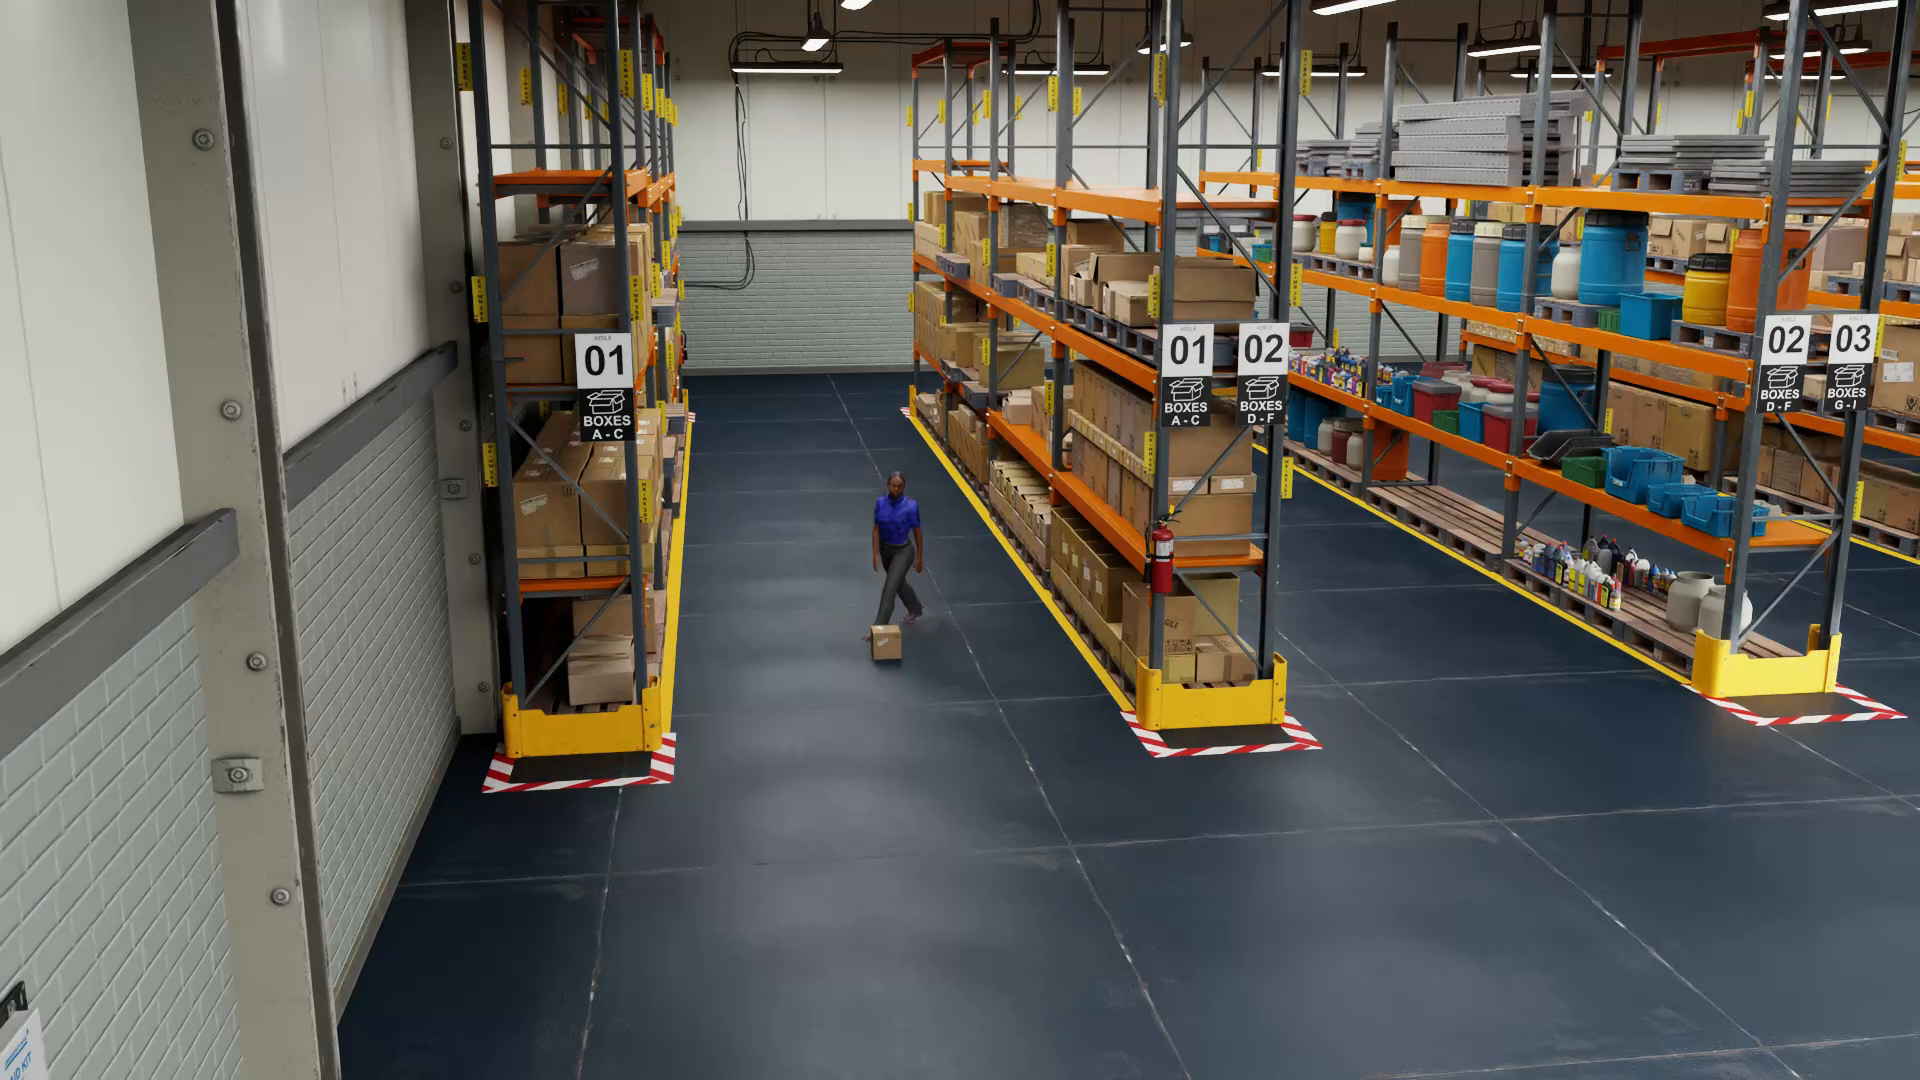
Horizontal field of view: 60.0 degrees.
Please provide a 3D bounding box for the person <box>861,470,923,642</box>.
[{"bbox_3d":[-0.580,0.128,15.508,0.433,1.602,1.029,9,16,34],"label":"person"}]
